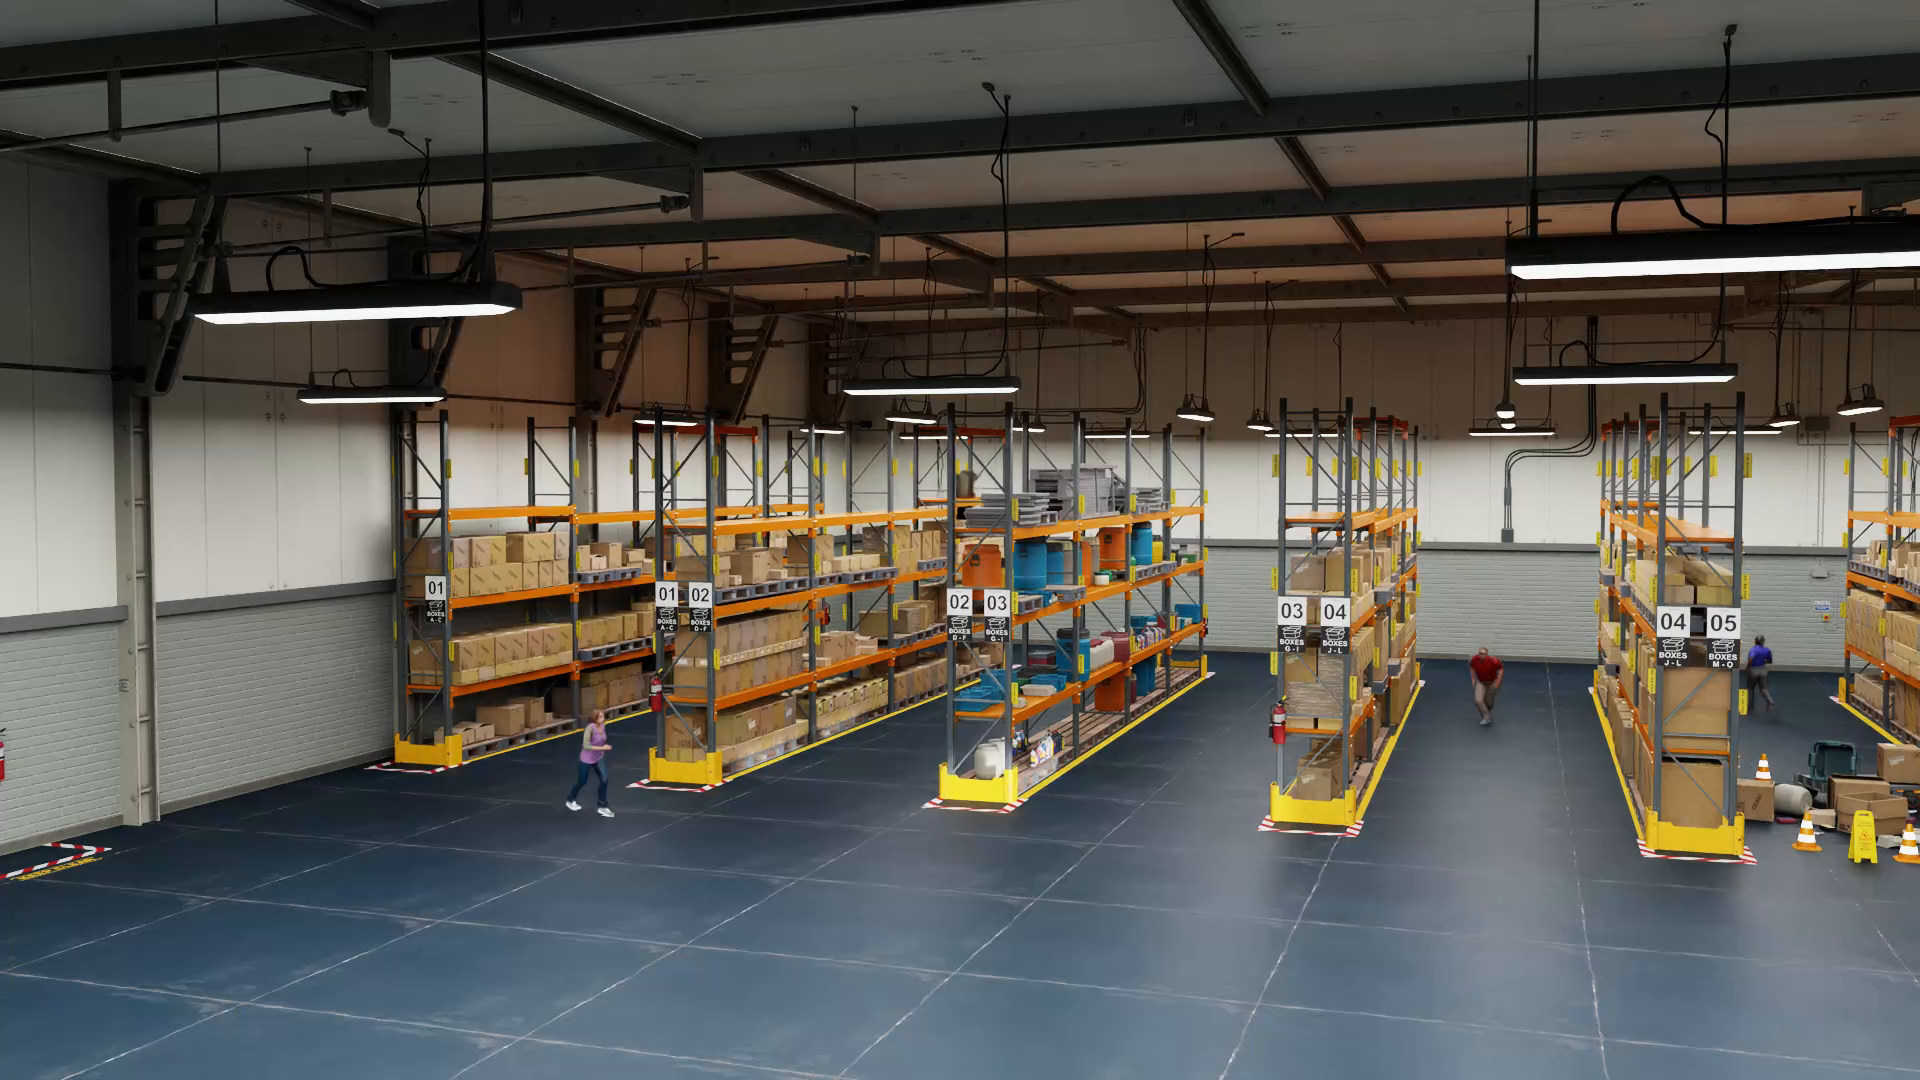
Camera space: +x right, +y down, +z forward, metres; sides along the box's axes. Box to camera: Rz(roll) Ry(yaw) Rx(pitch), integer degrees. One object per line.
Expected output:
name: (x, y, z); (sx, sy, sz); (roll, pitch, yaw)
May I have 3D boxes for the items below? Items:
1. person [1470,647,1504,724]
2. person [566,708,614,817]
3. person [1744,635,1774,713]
person: (10.362, 2.836, 32.644); (0.665, 1.552, 0.995); (1, 3, 29)
person: (-5.323, 3.189, 23.945); (0.905, 1.566, 0.533); (2, 3, 35)
person: (16.228, 2.730, 33.779); (0.577, 1.622, 0.866); (0, 2, 1)
